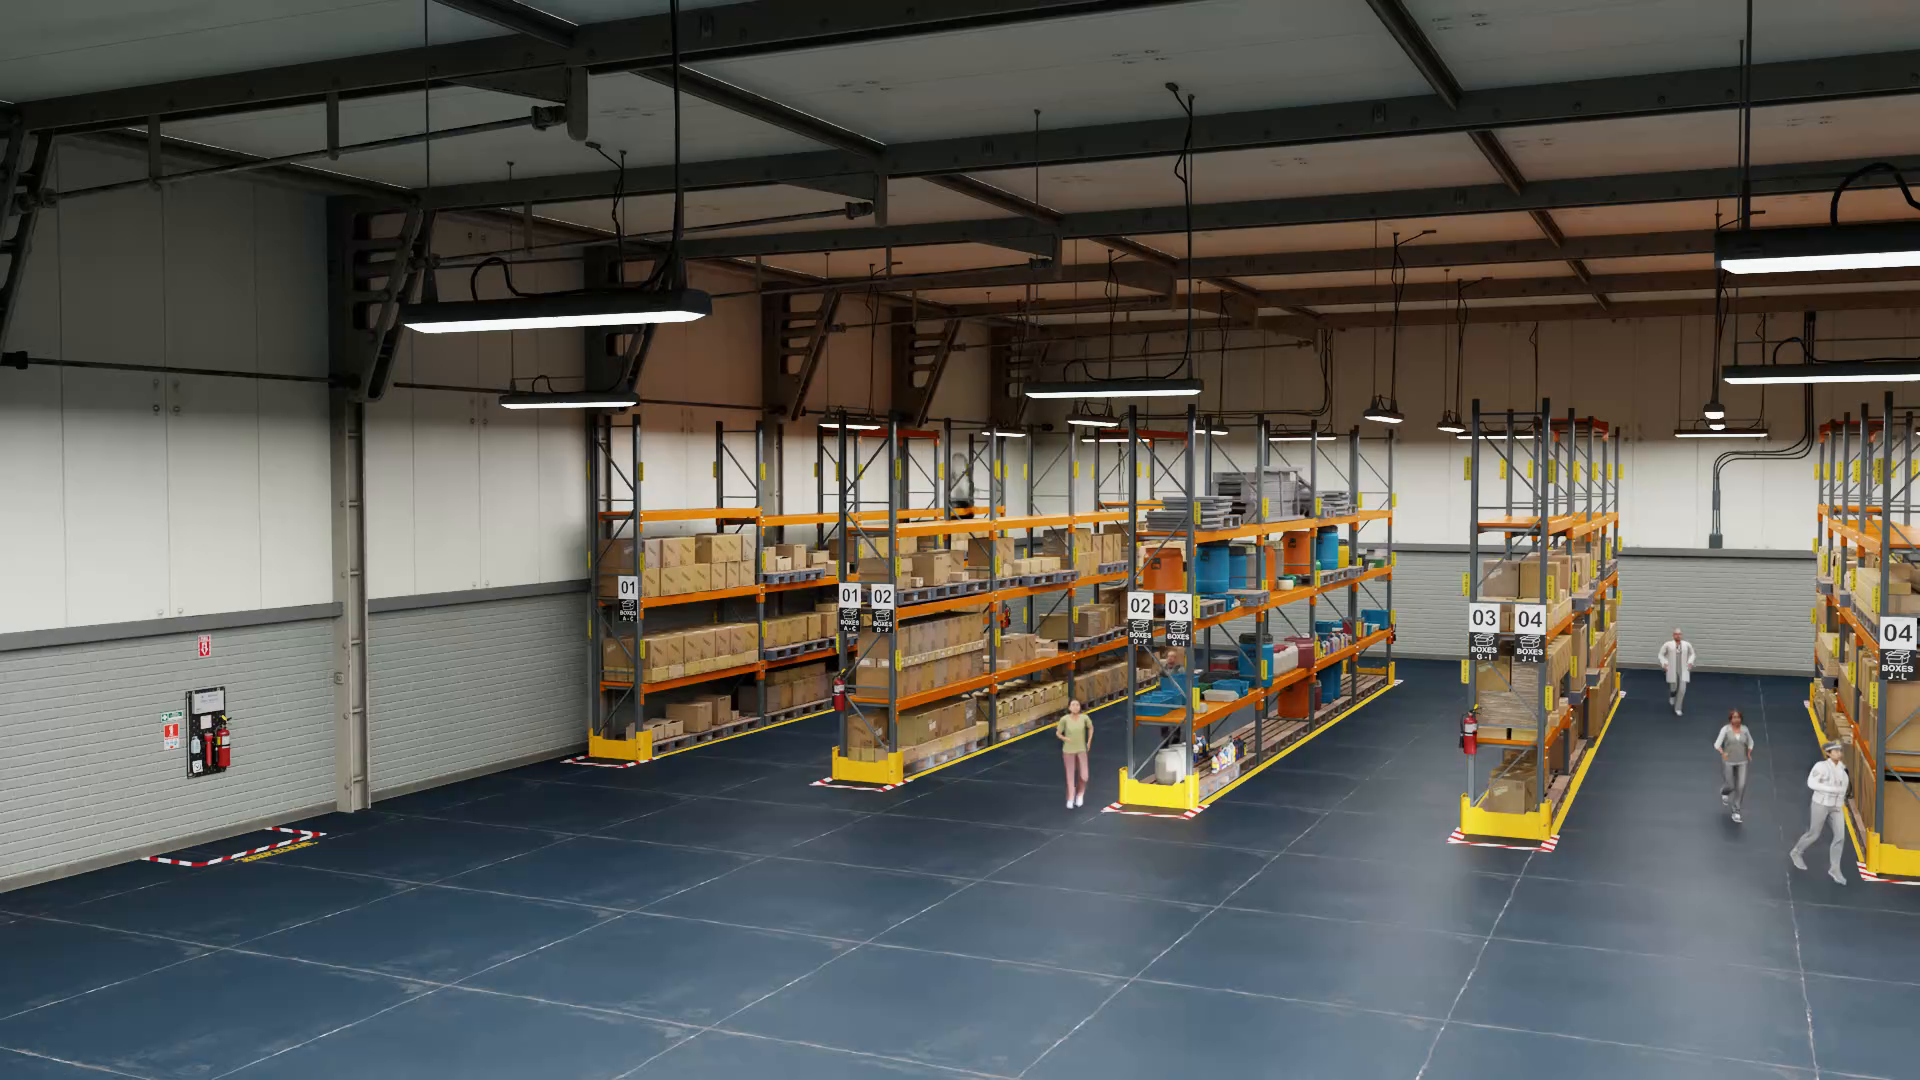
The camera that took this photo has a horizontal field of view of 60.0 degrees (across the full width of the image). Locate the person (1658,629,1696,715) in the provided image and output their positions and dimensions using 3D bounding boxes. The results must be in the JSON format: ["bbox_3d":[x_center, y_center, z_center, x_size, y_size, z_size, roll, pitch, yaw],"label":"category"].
[{"bbox_3d":[14.874,2.732,34.484,0.723,1.744,0.766,1,2,15],"label":"person"}]

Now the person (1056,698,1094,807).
[{"bbox_3d":[1.720,3.157,24.675,0.588,1.641,0.559,0,2,-5],"label":"person"}]

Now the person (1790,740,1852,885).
[{"bbox_3d":[10.716,3.311,20.544,0.622,1.722,0.837,0,2,-12],"label":"person"}]

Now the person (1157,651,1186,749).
[{"bbox_3d":[3.818,2.944,30.197,0.636,1.695,0.710,1,3,23],"label":"person"}]

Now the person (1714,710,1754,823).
[{"bbox_3d":[11.181,3.241,24.009,0.543,1.570,0.760,1,2,14],"label":"person"}]
